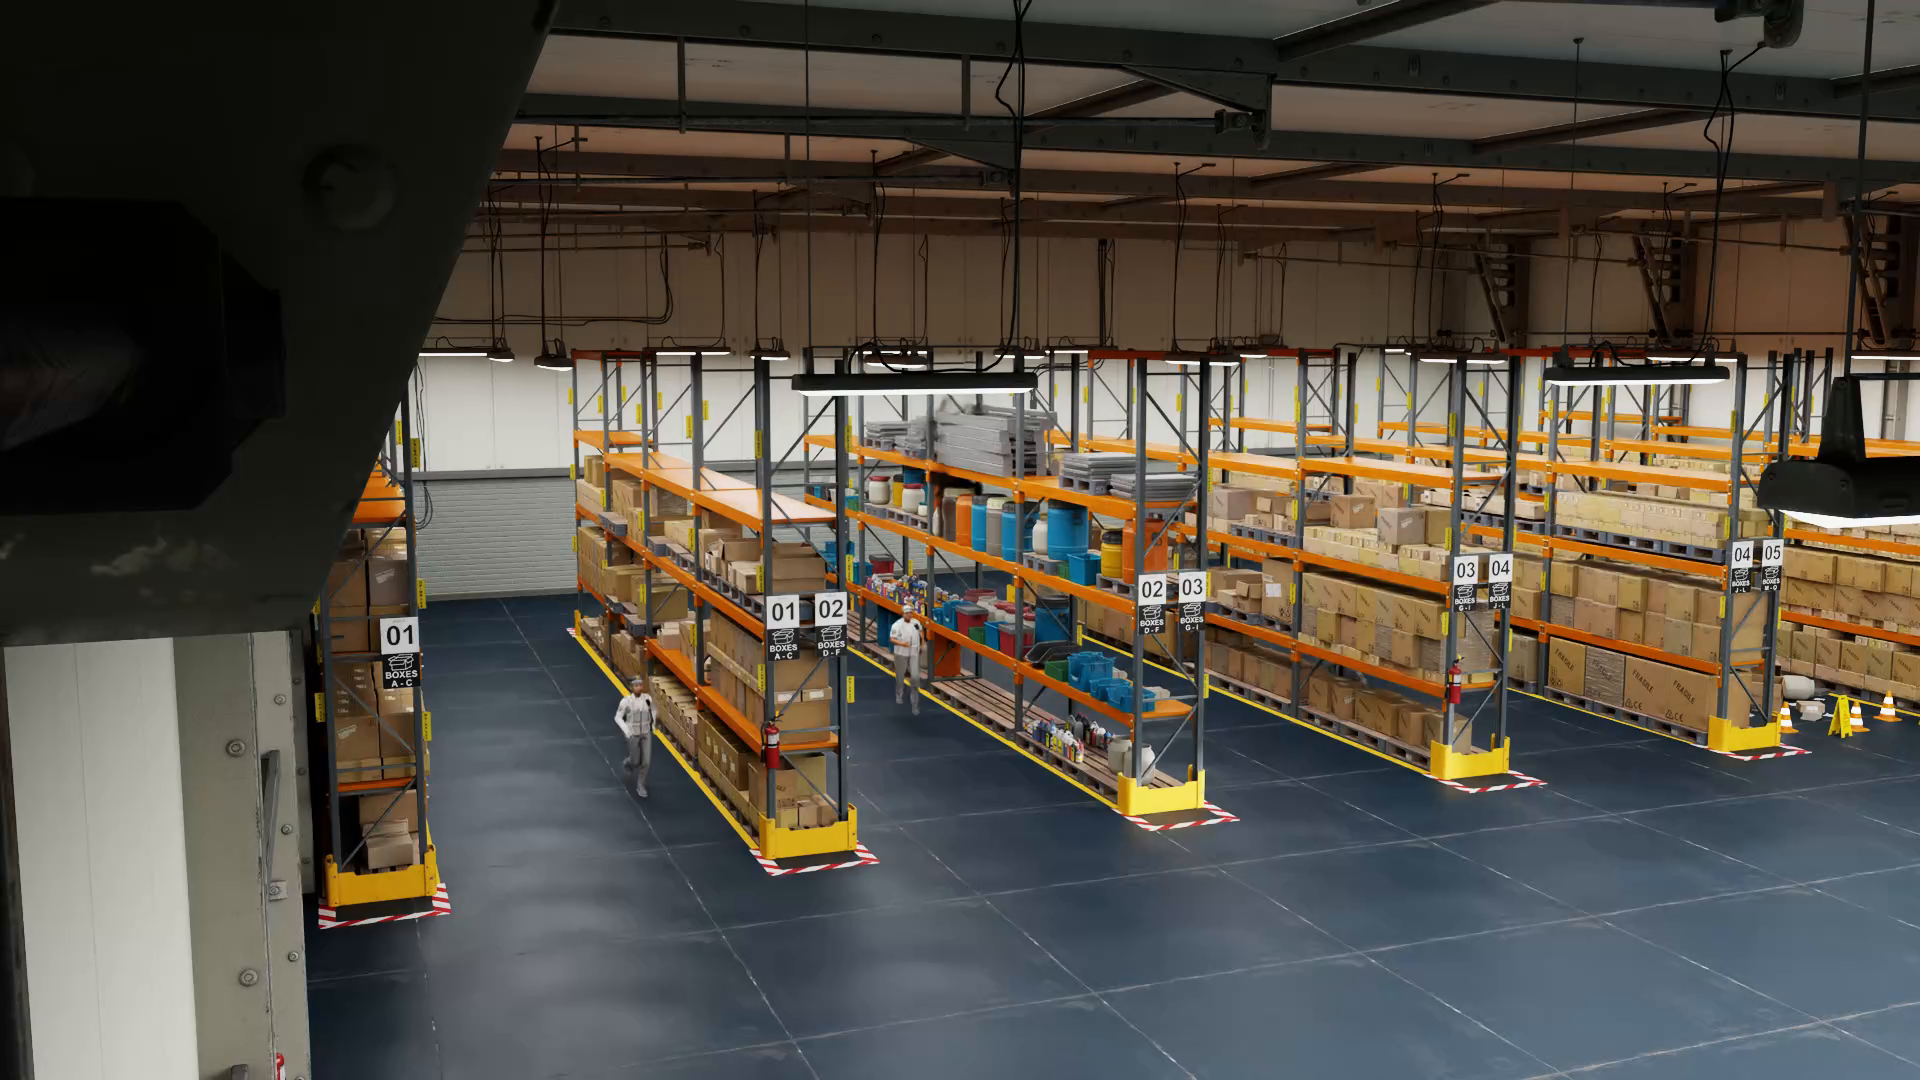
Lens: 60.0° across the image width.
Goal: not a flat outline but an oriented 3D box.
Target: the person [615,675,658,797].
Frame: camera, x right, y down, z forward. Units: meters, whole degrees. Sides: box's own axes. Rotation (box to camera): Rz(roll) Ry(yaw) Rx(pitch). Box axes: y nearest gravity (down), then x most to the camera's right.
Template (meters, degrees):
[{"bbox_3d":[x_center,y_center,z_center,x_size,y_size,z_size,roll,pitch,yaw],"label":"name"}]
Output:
[{"bbox_3d":[-4.454,2.670,22.992,0.617,1.671,0.661,-4,8,-28],"label":"person"}]

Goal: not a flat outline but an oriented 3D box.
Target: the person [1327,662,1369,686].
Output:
[{"bbox_3d":[7.062,1.687,30.182,0.681,1.815,0.908,-4,8,-29],"label":"person"}]

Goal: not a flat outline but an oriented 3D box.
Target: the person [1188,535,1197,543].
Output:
[{"bbox_3d":[5.863,0.371,41.254,0.865,1.683,0.686,-5,8,-33],"label":"person"}]

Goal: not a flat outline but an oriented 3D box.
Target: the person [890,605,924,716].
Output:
[{"bbox_3d":[-0.837,1.929,26.854,0.617,1.797,0.698,-2,7,-18],"label":"person"}]
